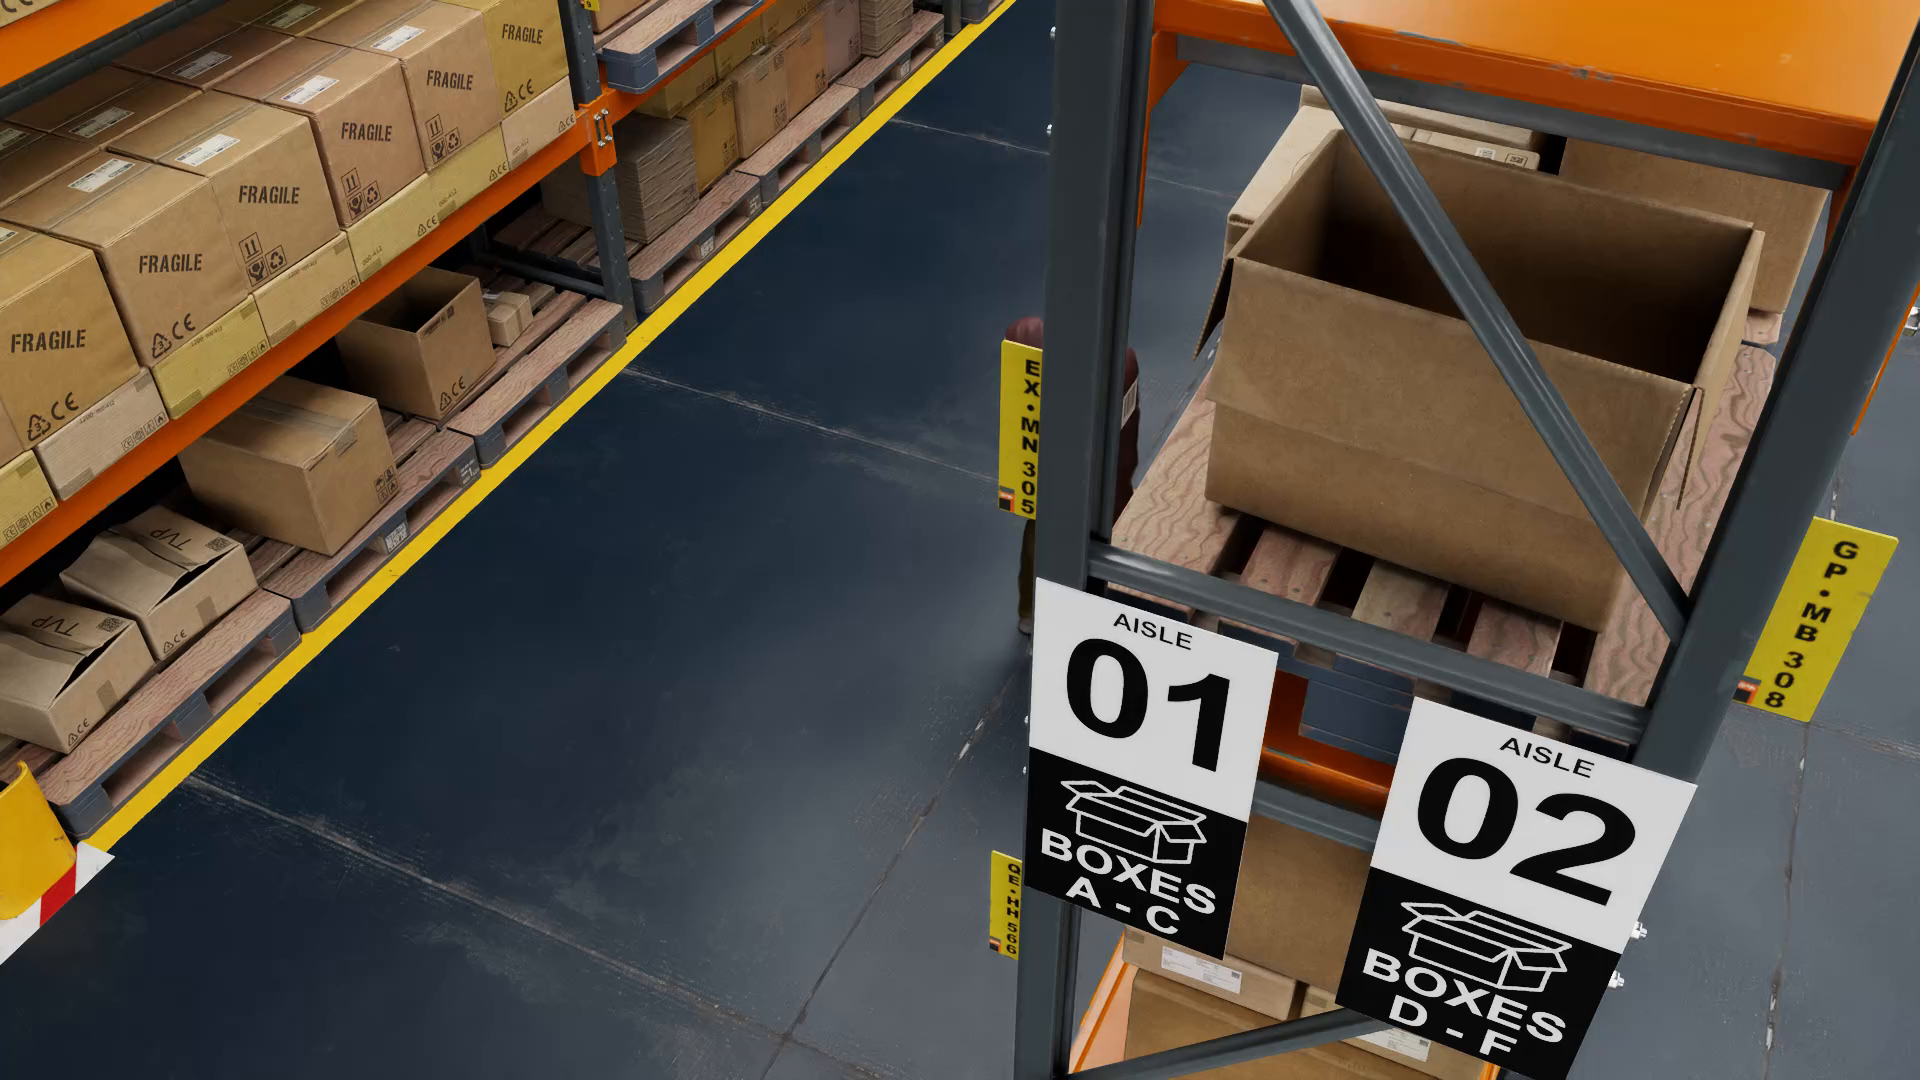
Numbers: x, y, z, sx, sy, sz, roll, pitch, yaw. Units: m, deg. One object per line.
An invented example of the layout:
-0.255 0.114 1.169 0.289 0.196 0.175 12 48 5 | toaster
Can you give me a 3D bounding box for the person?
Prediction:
0.435 -0.335 6.575 0.572 1.759 0.384 19 45 20 | person
